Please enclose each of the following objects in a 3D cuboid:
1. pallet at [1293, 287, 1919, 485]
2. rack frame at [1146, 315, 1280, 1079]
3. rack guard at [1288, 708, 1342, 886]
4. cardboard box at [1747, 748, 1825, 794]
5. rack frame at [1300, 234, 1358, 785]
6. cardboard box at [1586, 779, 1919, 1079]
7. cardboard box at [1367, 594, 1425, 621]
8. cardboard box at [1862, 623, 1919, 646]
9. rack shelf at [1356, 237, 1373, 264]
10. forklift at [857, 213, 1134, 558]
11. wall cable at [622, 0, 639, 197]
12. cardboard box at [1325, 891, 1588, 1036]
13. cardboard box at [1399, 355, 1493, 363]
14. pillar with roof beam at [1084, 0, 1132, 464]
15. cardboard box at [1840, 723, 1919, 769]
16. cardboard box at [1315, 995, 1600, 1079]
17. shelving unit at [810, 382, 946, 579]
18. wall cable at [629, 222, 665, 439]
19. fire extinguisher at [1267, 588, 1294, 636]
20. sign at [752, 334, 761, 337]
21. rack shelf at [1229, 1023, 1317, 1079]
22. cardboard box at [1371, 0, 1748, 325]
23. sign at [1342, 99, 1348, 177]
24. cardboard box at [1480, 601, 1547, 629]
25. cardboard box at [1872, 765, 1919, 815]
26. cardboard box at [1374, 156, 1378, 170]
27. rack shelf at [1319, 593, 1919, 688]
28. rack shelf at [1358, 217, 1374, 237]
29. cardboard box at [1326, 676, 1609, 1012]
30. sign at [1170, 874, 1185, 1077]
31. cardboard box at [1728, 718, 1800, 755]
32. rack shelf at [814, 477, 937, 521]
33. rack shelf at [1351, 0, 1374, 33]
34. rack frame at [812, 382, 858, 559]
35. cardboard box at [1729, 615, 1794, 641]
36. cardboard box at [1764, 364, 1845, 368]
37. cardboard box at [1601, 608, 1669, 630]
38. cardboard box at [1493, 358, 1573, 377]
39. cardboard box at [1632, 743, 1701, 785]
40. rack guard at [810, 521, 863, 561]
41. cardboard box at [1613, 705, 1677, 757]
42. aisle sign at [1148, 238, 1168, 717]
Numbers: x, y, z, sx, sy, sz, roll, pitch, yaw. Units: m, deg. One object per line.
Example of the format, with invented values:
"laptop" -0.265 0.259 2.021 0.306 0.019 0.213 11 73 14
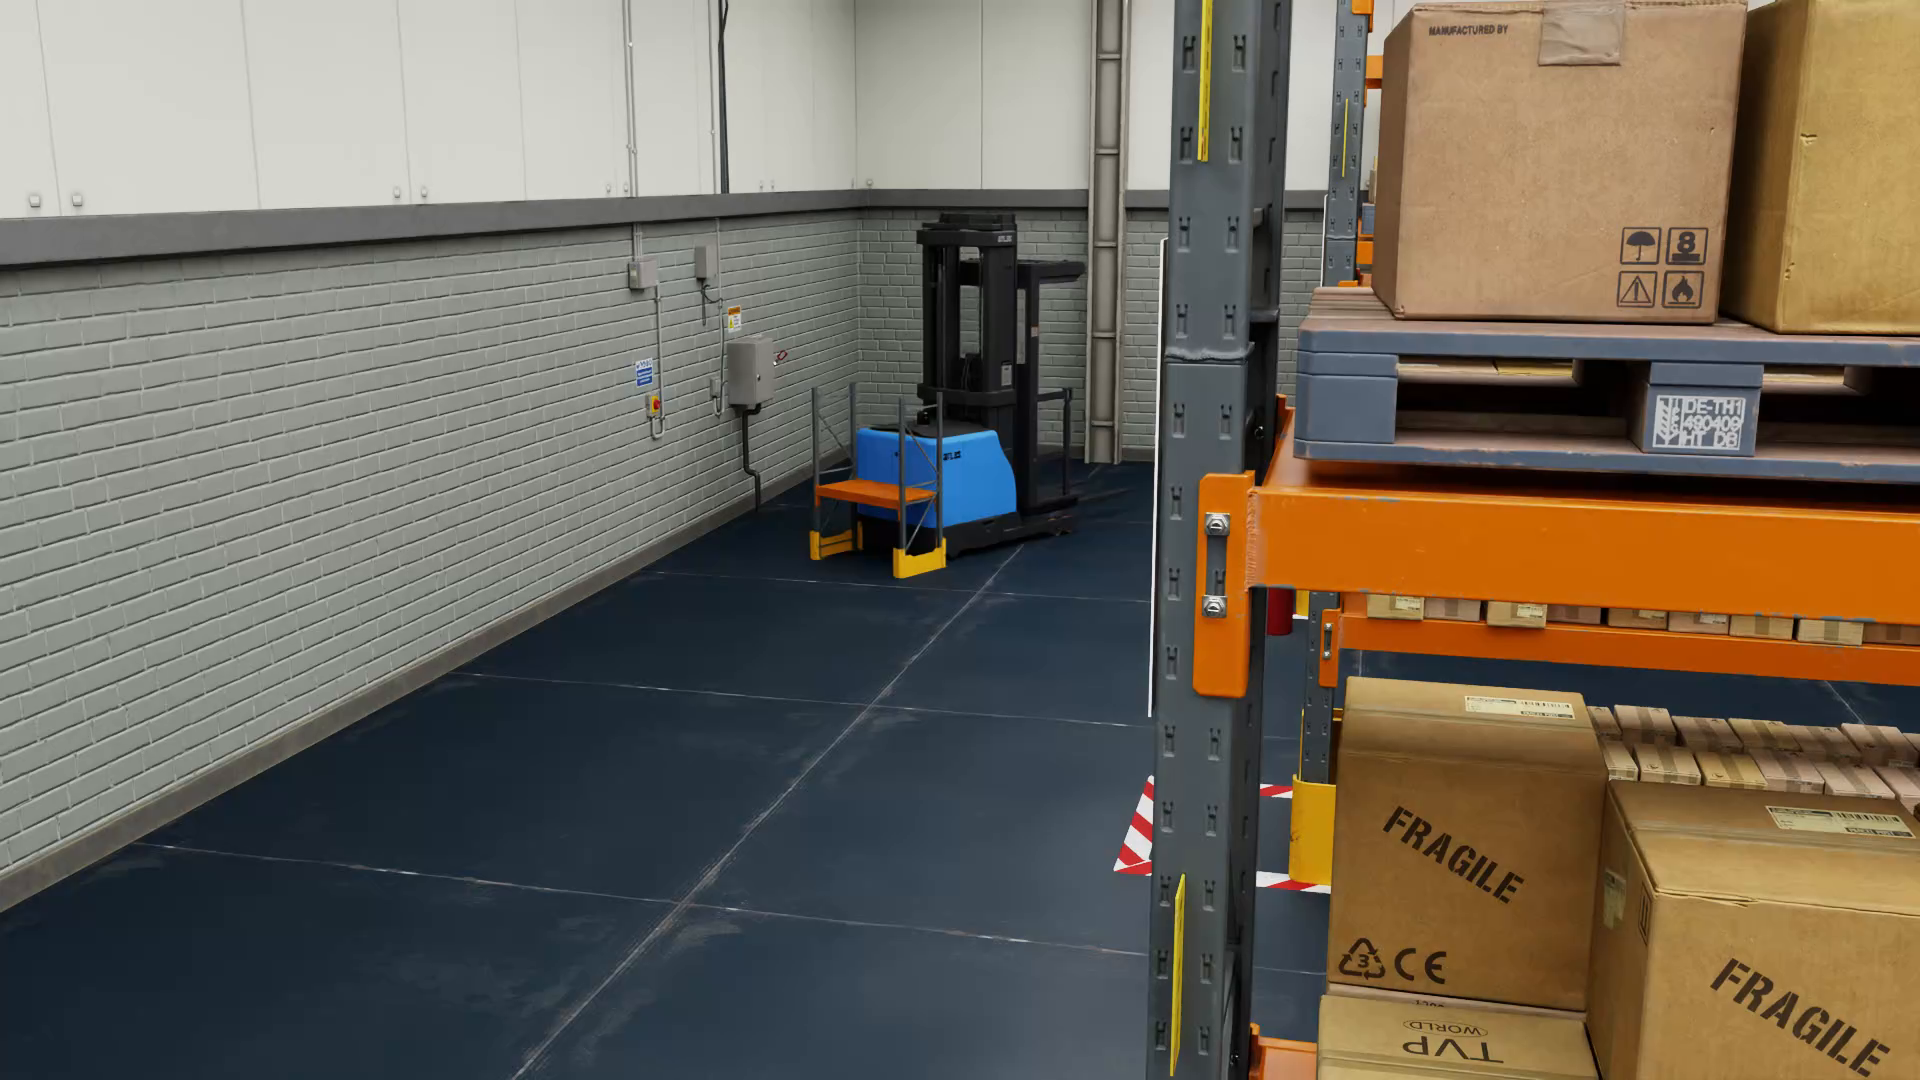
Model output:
"pallet" 1.230 -0.304 2.960 1.213 0.211 1.003 3 13 14
"rack frame" 0.507 1.080 3.438 0.127 3.000 1.000 3 13 14
"rack guard" 1.867 1.267 8.369 0.348 0.500 1.175 3 13 14
"cardboard box" 3.770 1.095 7.613 0.250 0.149 0.380 3 13 14
"rack frame" 1.793 0.043 8.116 0.127 3.000 1.000 3 13 14
"cardboard box" 1.394 0.750 2.856 0.500 0.500 0.500 3 13 12
"cardboard box" 2.029 0.251 7.757 0.250 0.149 0.380 3 13 13
"cardboard box" 4.072 0.340 7.358 0.250 0.149 0.380 3 13 13
"rack shelf" 4.823 -2.013 12.117 4.000 0.370 1.077 3 13 14
"forklift" 0.445 -1.533 15.375 1.130 2.935 3.031 12 17 42
"wall cable" -2.709 -4.168 13.245 0.029 3.000 0.463 3 13 14
"cardboard box" 1.041 0.978 3.561 0.500 0.250 0.500 3 13 13
"cardboard box" 2.297 -0.668 8.093 0.500 0.500 0.500 3 13 12
"pillar with roof beam" 0.634 -4.400 14.292 0.400 9.000 9.100 3 13 14
"cardboard box" 4.395 1.017 7.966 0.250 0.149 0.380 3 13 15
"cardboard box" 0.908 1.090 3.054 0.500 0.250 0.500 3 13 12
"shelving unit" -0.711 -0.533 14.173 1.083 1.500 0.587 11 16 40
"wall cable" -2.599 -1.802 14.015 0.123 1.953 0.585 3 13 14
"fire extinguisher" 1.659 0.152 8.661 0.183 0.674 0.296 3 13 14
"sign" -2.037 -1.794 16.612 0.001 0.494 0.329 3 13 14
"rack shelf" 2.449 1.535 3.049 4.000 0.370 1.077 3 13 14
"cardboard box" 1.025 -0.671 2.976 0.500 0.500 0.700 2 13 10
"sign" 1.664 -1.734 7.182 0.005 0.325 0.100 3 13 14
"cardboard box" 2.535 0.281 7.623 0.250 0.149 0.380 3 13 12
"cardboard box" 4.250 1.142 7.400 0.250 0.149 0.380 2 13 11
"cardboard box" 4.438 -3.752 16.800 0.500 0.250 0.500 3 13 13
"rack shelf" 3.735 0.498 7.726 4.000 0.370 1.077 3 13 14
"rack shelf" 6.009 -3.057 16.822 4.000 0.370 1.077 3 13 14
"cardboard box" 1.043 0.612 3.476 0.500 0.500 0.500 3 13 14
"sign" 0.368 0.736 2.811 0.005 0.325 0.100 3 13 14
"cardboard box" 3.881 0.999 8.046 0.250 0.149 0.380 3 13 14
"rack shelf" -0.704 -0.356 14.206 1.000 0.185 0.538 11 16 40
"rack shelf" 3.735 -2.429 7.077 4.000 0.370 1.077 3 13 14
"rack frame" -1.087 -0.604 14.494 0.032 1.500 0.500 11 16 40
"cardboard box" 3.556 0.321 7.440 0.250 0.149 0.380 4 13 16
"cardboard box" 3.810 -0.590 7.741 0.500 0.500 0.500 3 13 12
"cardboard box" 3.077 0.285 7.605 0.250 0.149 0.380 3 13 13
"cardboard box" 2.657 -0.535 7.496 0.500 0.500 0.500 3 13 15
"cardboard box" 3.259 1.079 7.686 0.250 0.149 0.380 4 13 16
"rack guard" -1.086 0.006 14.629 0.087 0.250 0.587 11 16 40
"cardboard box" 3.390 0.954 8.247 0.250 0.149 0.380 4 13 16
"aisle sign" 0.365 -0.129 2.889 0.004 0.787 0.394 3 13 14
